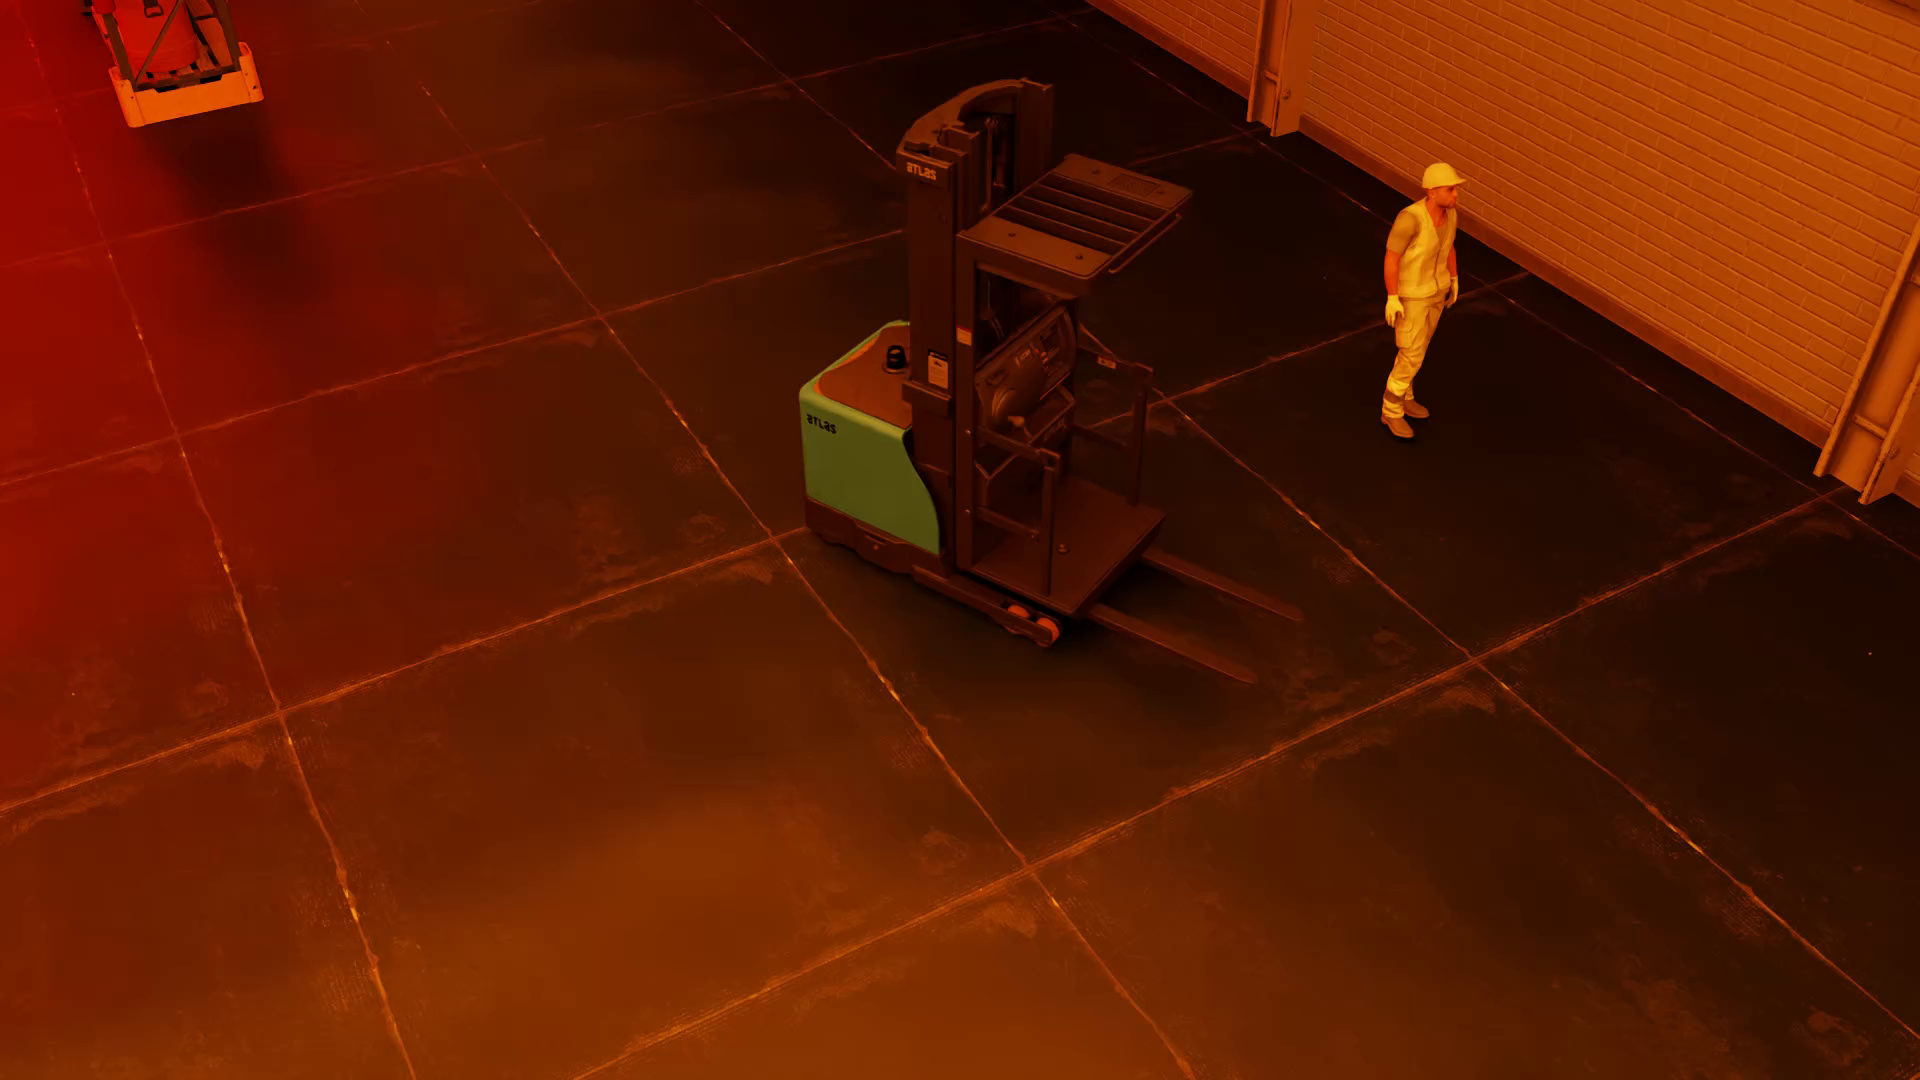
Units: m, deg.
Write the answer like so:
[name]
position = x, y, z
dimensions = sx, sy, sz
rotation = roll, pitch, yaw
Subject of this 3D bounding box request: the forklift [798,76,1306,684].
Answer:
[forklift]
position = 0.539, -0.901, 9.123
dimensions = 3.031, 2.935, 1.130
rotation = 24, 45, 26

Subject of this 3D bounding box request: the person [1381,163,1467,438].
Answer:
[person]
position = 3.045, -1.564, 10.806
dimensions = 0.642, 1.789, 0.565
rotation = -24, 45, -26
